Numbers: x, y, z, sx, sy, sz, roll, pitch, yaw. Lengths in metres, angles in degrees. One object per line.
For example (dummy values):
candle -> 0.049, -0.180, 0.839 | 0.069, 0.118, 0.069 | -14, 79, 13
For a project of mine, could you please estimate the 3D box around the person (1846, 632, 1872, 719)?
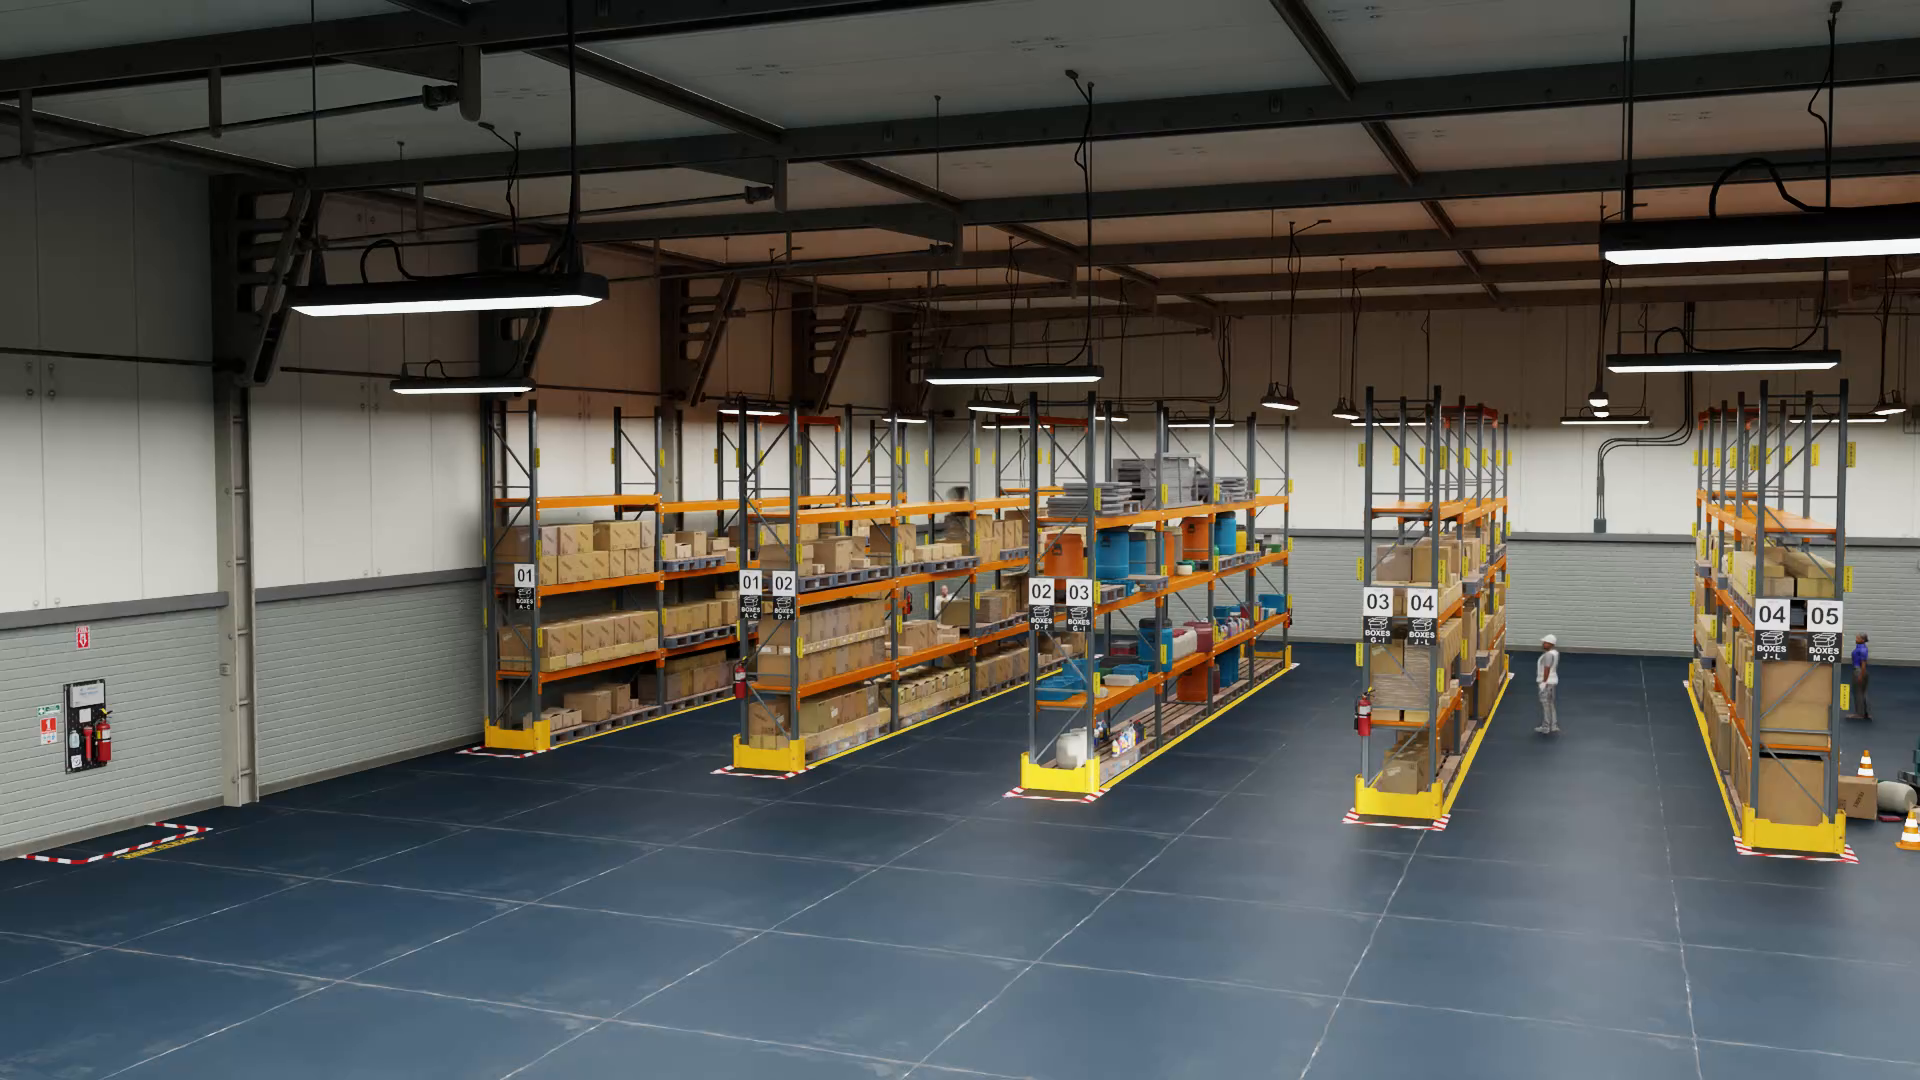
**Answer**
person -> 17.312, 2.613, 31.964 | 0.482, 1.652, 0.396 | -3, 4, -45

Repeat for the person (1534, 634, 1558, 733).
person -> 10.732, 2.618, 30.362 | 0.401, 1.806, 0.700 | 2, 4, 41

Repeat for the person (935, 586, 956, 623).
person -> -0.358, 2.042, 42.636 | 0.675, 1.743, 1.050 | 1, 3, 12
